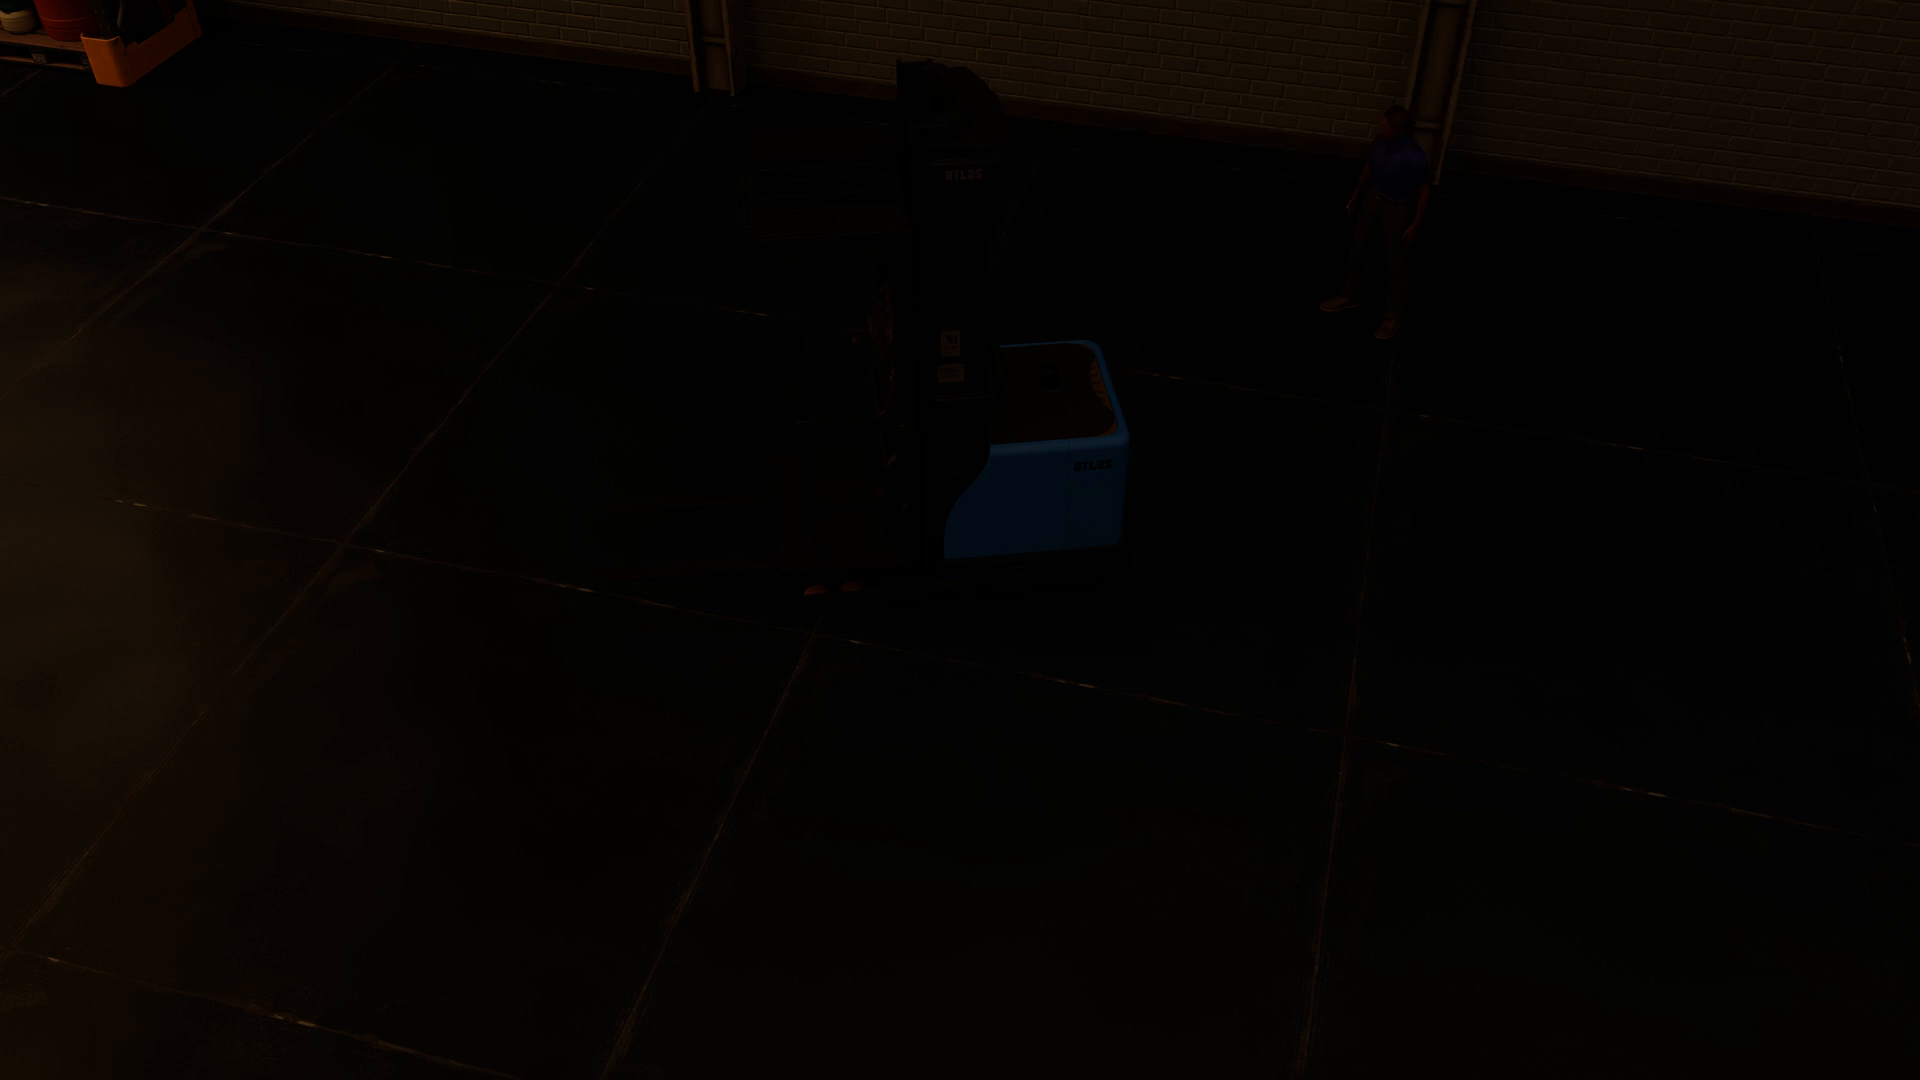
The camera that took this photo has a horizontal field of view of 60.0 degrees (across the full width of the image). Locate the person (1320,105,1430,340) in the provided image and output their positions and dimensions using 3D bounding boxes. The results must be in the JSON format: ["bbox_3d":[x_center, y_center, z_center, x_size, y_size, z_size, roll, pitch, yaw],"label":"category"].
[{"bbox_3d":[2.906,-2.220,11.367,0.406,1.660,0.611,-25,47,-25],"label":"person"}]

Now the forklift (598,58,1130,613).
[{"bbox_3d":[-0.604,-1.052,9.062,3.031,2.935,1.130,-5,41,-5],"label":"forklift"}]
